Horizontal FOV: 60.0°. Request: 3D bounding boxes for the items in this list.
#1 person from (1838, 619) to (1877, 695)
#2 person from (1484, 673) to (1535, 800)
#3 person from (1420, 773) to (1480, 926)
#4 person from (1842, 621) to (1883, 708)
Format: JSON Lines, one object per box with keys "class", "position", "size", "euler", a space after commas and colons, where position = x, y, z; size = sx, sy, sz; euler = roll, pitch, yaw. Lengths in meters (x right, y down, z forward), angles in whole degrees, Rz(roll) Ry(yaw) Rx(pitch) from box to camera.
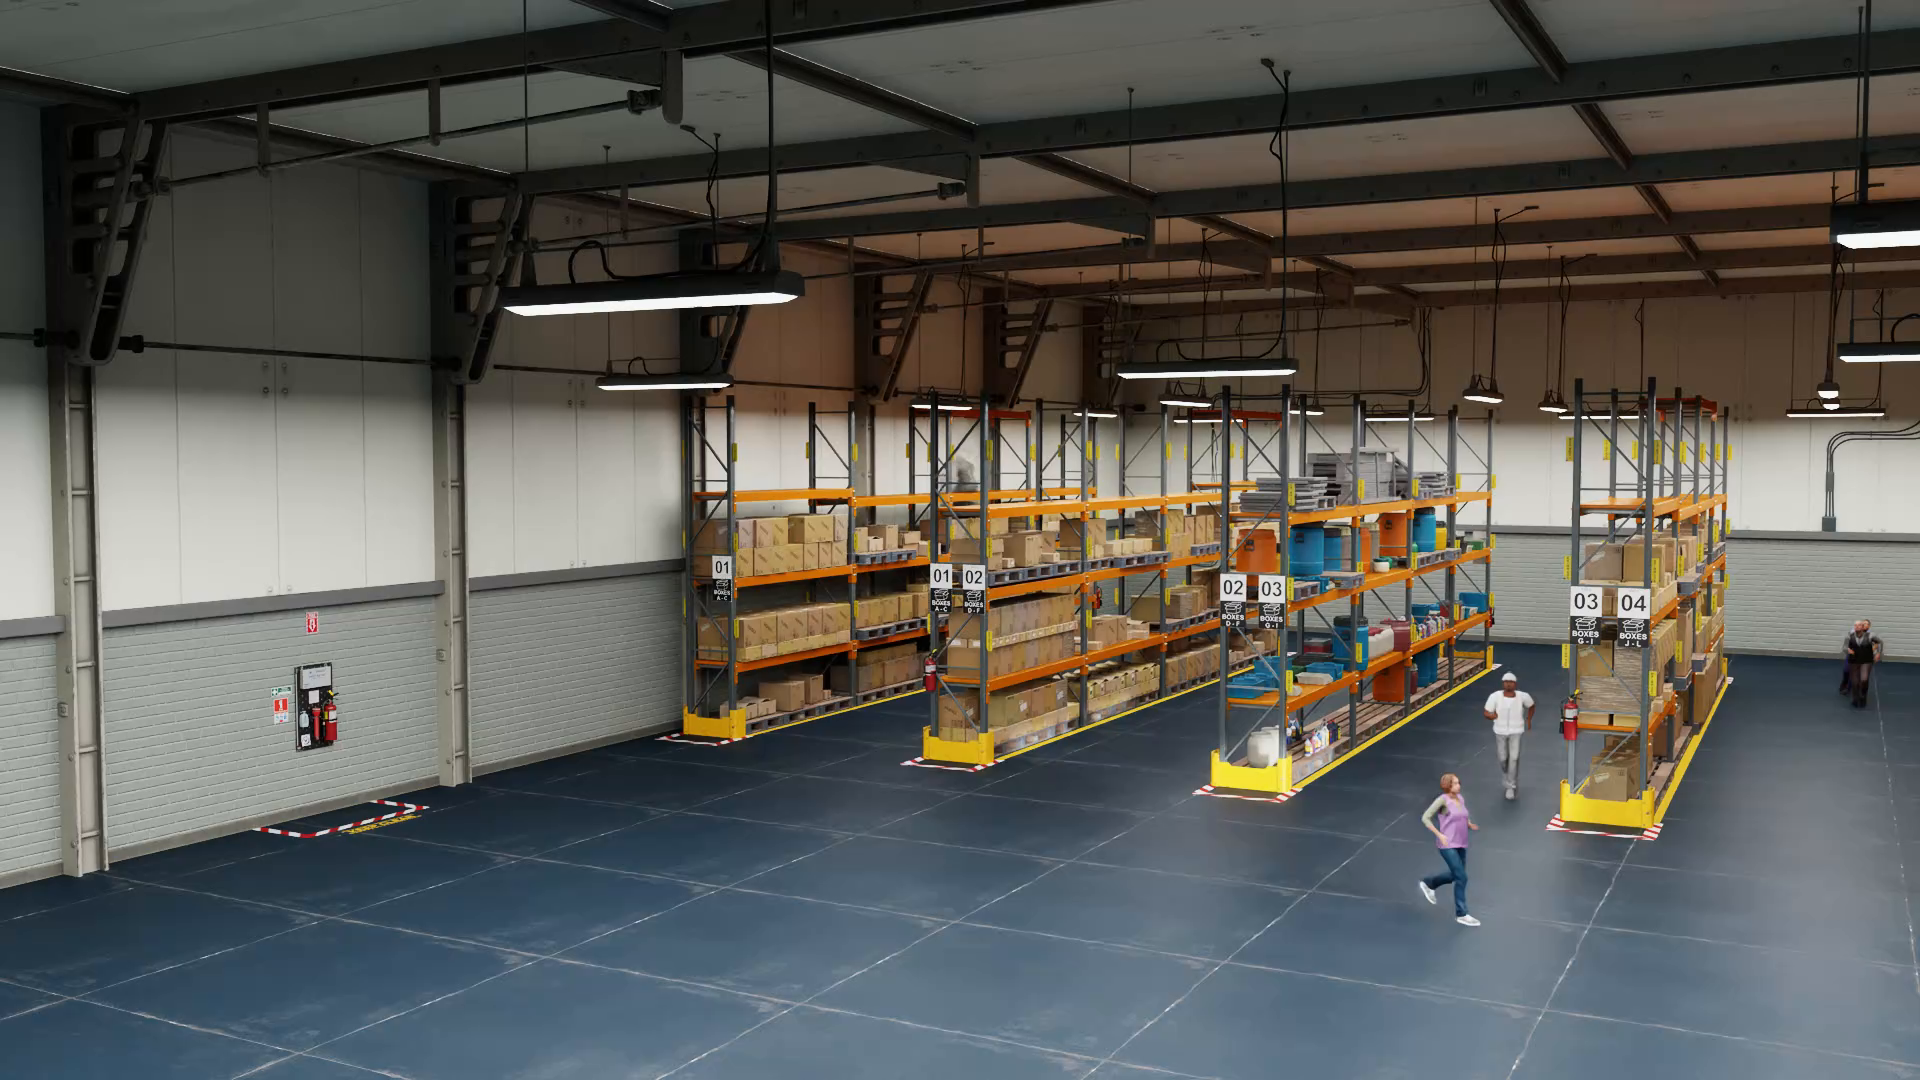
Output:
{"class": "person", "position": [18.498, 2.415, 34.249], "size": [0.694, 1.583, 0.526], "euler": [2, 3, 30]}
{"class": "person", "position": [7.990, 2.815, 24.235], "size": [0.695, 1.770, 0.962], "euler": [1, 3, 23]}
{"class": "person", "position": [5.228, 3.271, 17.783], "size": [0.547, 1.571, 0.822], "euler": [-2, 4, -36]}
{"class": "person", "position": [17.630, 2.426, 32.537], "size": [0.666, 1.696, 0.849], "euler": [2, 4, 39]}
